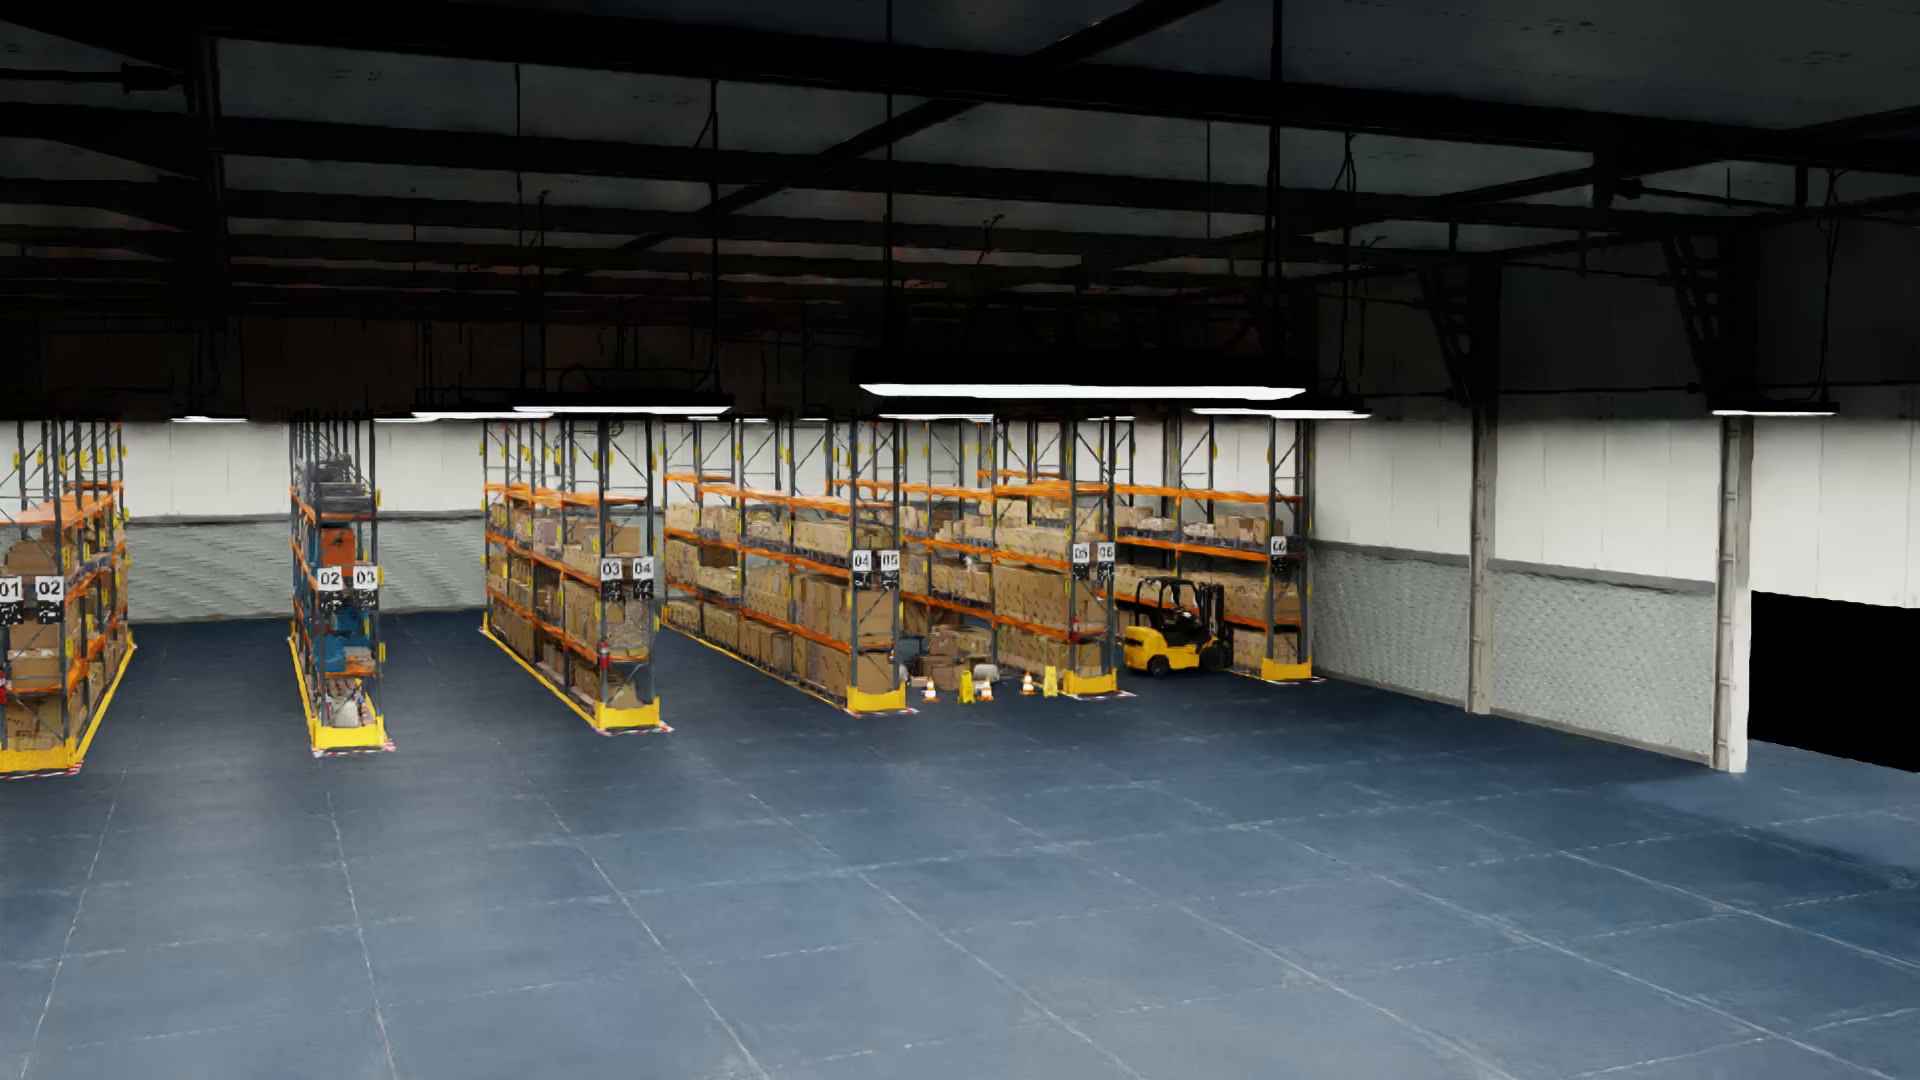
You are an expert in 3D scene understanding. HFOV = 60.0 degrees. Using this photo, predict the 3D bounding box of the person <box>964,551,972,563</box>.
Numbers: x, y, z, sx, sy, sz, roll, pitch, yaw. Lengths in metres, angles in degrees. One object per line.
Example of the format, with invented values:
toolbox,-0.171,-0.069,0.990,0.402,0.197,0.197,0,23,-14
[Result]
person,0.216,1.125,53.639,0.562,1.669,0.383,3,5,33

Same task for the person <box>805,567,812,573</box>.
person,-4.426,1.512,48.563,0.446,1.590,1.109,-2,4,-21

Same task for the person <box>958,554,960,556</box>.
person,0.022,1.309,50.191,0.492,1.781,0.648,-2,5,-28
